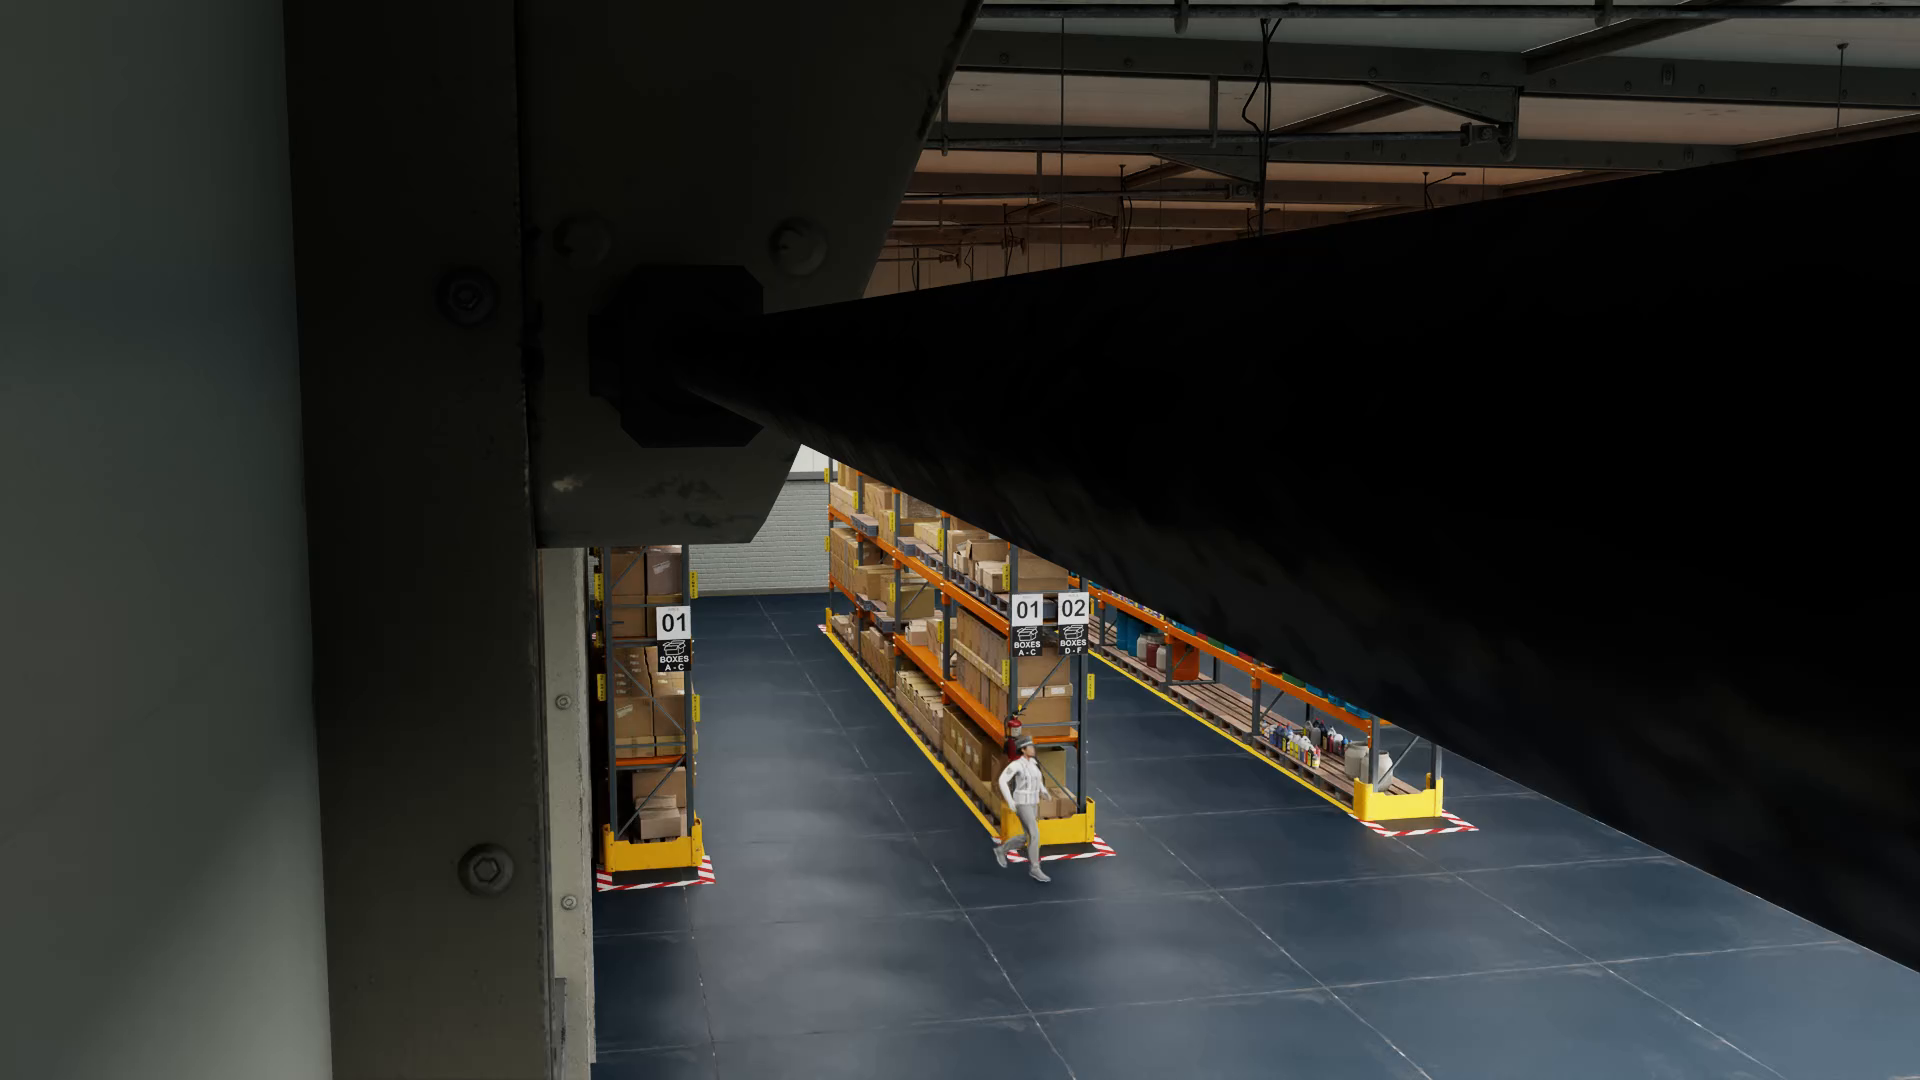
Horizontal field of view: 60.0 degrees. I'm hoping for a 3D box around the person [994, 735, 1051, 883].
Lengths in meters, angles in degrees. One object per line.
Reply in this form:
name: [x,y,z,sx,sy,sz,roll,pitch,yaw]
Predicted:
person: [0.795,3.165,19.810,0.792,1.683,0.649,4,8,32]
